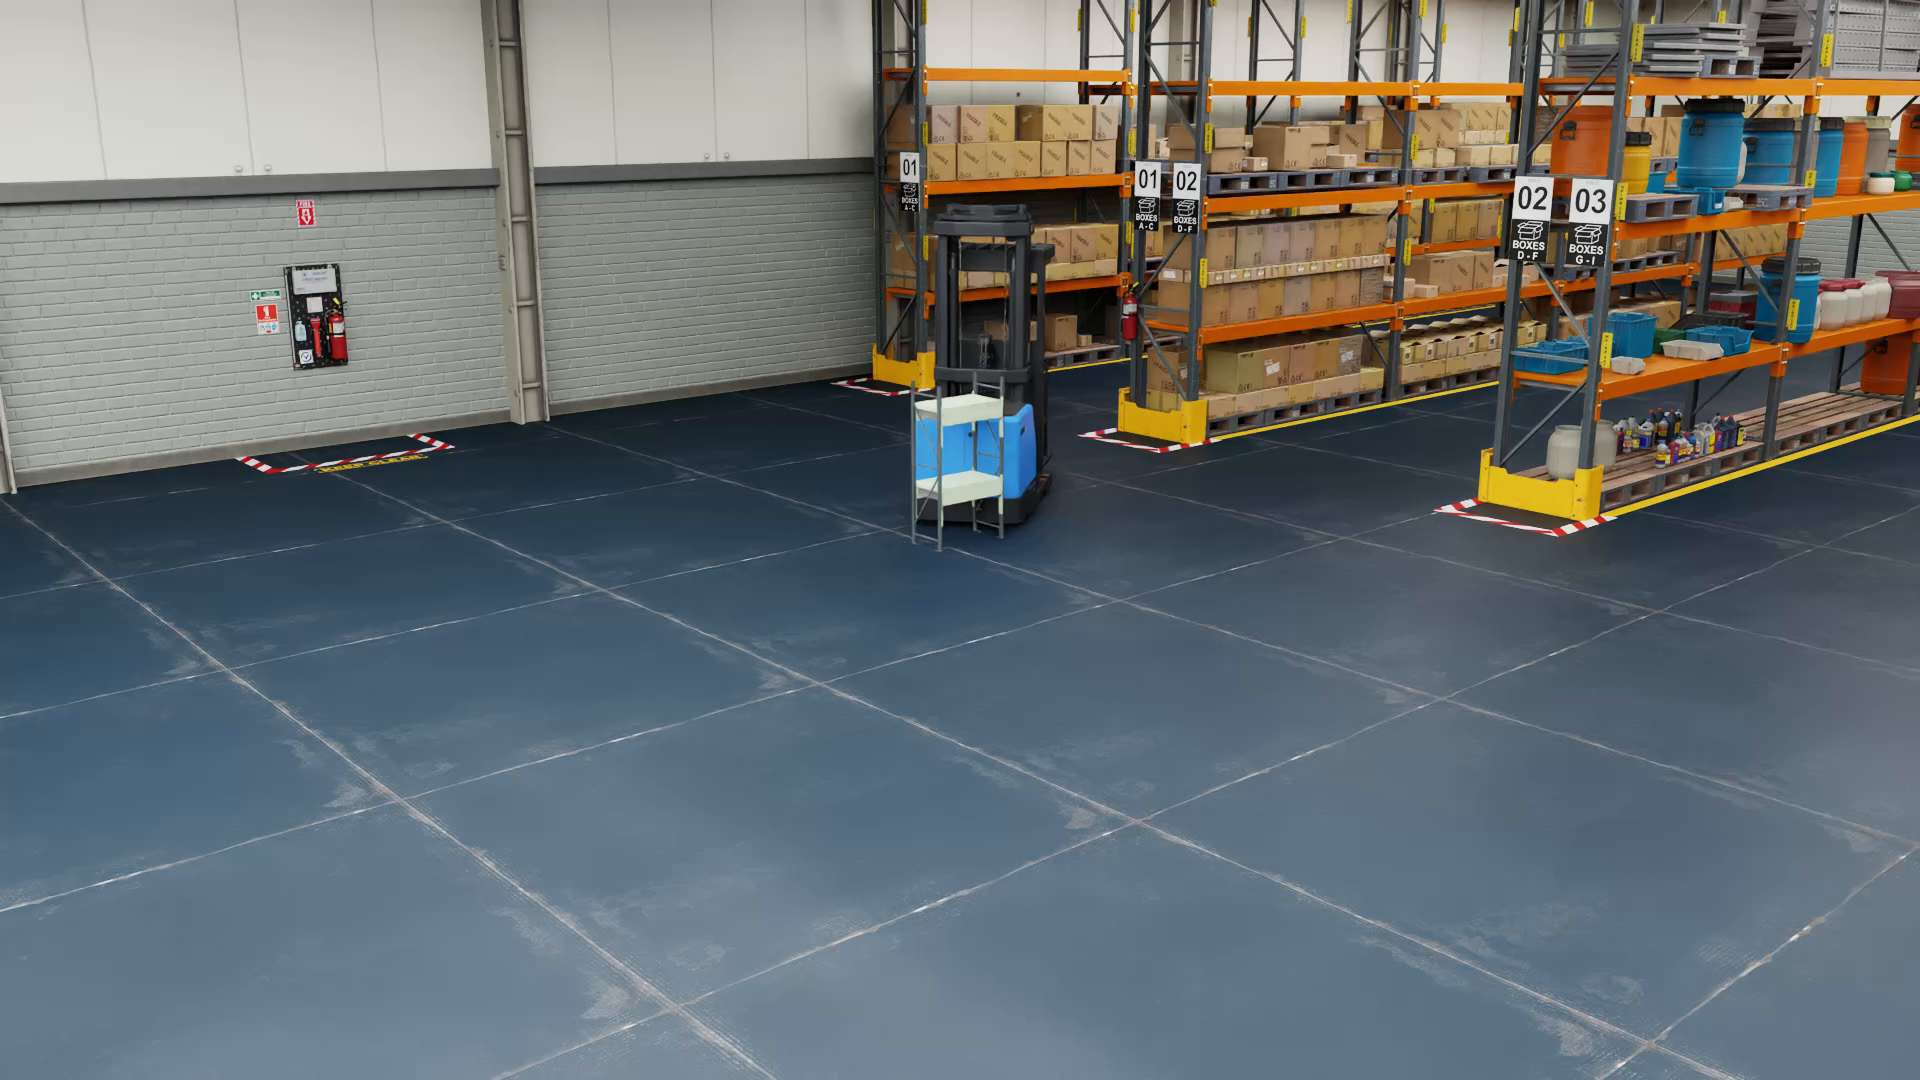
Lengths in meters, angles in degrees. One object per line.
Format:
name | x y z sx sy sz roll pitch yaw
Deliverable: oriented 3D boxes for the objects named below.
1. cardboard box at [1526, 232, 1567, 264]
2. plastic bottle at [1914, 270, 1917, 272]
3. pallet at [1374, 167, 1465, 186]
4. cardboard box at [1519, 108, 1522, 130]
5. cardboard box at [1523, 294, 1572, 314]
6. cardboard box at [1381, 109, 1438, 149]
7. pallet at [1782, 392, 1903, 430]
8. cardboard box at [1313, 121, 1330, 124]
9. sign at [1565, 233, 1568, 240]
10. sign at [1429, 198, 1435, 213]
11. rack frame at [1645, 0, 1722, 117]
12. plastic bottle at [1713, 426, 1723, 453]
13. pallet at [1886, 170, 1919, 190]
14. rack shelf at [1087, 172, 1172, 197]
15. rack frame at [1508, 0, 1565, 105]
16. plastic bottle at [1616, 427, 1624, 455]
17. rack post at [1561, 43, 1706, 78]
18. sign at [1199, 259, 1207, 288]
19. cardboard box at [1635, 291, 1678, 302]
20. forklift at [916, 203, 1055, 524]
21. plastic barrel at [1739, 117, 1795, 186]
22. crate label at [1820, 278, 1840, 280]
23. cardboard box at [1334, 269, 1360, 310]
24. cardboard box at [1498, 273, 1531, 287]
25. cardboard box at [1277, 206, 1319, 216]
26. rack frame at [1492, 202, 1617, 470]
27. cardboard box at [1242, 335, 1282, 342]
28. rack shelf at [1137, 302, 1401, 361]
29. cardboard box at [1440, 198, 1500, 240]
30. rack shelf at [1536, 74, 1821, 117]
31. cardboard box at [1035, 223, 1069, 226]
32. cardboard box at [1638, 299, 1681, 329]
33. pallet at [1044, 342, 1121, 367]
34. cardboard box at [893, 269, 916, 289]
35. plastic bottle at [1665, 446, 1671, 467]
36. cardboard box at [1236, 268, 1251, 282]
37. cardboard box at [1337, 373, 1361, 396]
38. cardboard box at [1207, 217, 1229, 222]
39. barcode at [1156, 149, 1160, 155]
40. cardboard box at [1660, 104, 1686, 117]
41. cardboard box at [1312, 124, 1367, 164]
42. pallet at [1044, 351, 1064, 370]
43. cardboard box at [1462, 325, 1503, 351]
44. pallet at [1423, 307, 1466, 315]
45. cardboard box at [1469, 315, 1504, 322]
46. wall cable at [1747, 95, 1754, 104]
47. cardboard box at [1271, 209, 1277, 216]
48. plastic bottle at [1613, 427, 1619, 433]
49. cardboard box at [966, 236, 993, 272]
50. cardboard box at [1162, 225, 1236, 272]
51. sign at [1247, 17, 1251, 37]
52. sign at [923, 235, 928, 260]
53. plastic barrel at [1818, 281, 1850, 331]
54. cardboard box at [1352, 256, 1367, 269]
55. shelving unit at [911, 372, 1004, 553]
cardboard box | 8.865 -4.446 25.074 0.700 0.500 0.500 8 17 28
plastic bottle | 12.988 -3.495 22.619 0.185 0.351 0.144 -13 19 -39
pallet | 6.104 -4.897 22.330 1.217 0.209 0.805 -14 20 -42
cardboard box | 10.487 -8.116 31.837 0.500 0.500 0.500 -12 19 -38
cardboard box | 9.055 -3.648 25.632 0.500 0.250 0.500 -12 19 -37
cardboard box | 5.938 -5.427 21.967 0.500 0.500 0.500 -12 19 -39
pallet | 11.103 -1.630 20.944 1.213 0.211 1.003 -13 19 -39
cardboard box | 5.903 -6.933 28.535 0.500 0.500 0.700 -14 20 -42
sign | 8.831 -4.518 24.108 0.005 0.325 0.100 -13 19 -39
sign | 8.591 -6.125 30.276 0.005 0.325 0.100 -13 19 -39
rack frame | 11.482 -7.642 26.423 0.127 3.000 1.000 -13 19 -39
plastic bottle | 8.158 -1.090 17.930 0.133 0.283 0.061 -11 19 -36
pallet | 12.354 -4.570 21.099 1.213 0.211 1.003 -13 19 -39
rack shelf | 3.701 -5.793 26.705 4.000 0.370 1.077 -13 19 -39
rack frame | 11.245 -9.283 32.567 0.127 3.000 1.000 -13 19 -39
plastic bottle | 7.054 -1.059 17.814 0.133 0.283 0.061 -13 19 -39
rack post | 6.332 -4.506 15.651 0.954 0.300 0.937 -10 18 -33
sign | 2.789 -3.058 19.056 0.005 0.325 0.100 -13 19 -39
cardboard box | 11.725 -3.900 28.031 0.500 0.500 0.500 -13 19 -39
forklift | 0.342 -1.900 16.683 1.130 2.935 3.031 3 15 11
plastic barrel | 8.937 -4.243 18.540 0.708 0.901 0.600 -13 19 -39
crate label | 10.786 -3.003 20.610 0.616 0.435 0.502 -13 19 -39
cardboard box | 4.722 -3.270 21.485 0.500 0.500 0.700 -13 20 -40
cardboard box | 7.967 -3.739 23.921 0.250 0.149 0.380 -13 19 -39
cardboard box | 5.743 -5.625 28.236 0.500 0.250 0.500 -12 19 -38
rack frame | 5.678 -1.746 15.974 0.127 3.000 1.000 -13 19 -39
cardboard box | 3.761 -2.353 21.308 0.500 0.500 0.500 -13 19 -39
rack shelf | 3.938 -2.702 20.948 4.000 0.370 1.077 -13 19 -39
cardboard box | 9.744 -6.189 32.026 0.700 0.700 0.980 -14 20 -42
rack shelf | 7.187 -4.442 16.612 4.000 0.370 1.077 -13 19 -39
cardboard box | 1.308 -4.526 25.180 0.500 0.500 0.500 -13 20 -40
cardboard box | 11.298 -3.609 26.941 0.500 0.500 0.500 -13 20 -40
pallet | 1.709 -2.884 25.639 1.213 0.211 1.003 -13 19 -39
cardboard box | -0.600 -3.729 23.649 0.500 0.250 0.500 -12 19 -39
plastic bottle | 7.328 -0.871 17.267 0.097 0.201 0.097 0 15 0
cardboard box | 3.253 -3.184 19.908 0.250 0.149 0.380 -13 19 -39
cardboard box | 4.857 -2.059 21.660 0.500 0.250 0.500 -13 19 -39
cardboard box | 3.936 -4.994 27.087 0.500 0.500 0.700 -13 19 -39
barcode | 2.340 -4.586 19.667 0.075 0.075 0.001 -13 19 -39
cardboard box | 11.823 -6.814 27.004 0.500 0.500 0.700 -13 19 -39
cardboard box | 4.894 -5.122 21.524 0.500 0.500 0.500 -11 18 -35
pallet | 0.788 -2.677 24.862 1.213 0.211 1.003 -13 19 -39
cardboard box | 7.460 -2.901 23.724 0.500 0.311 0.500 -13 20 -40
pallet | 8.852 -4.474 31.590 1.213 0.211 1.003 -13 19 -39
cardboard box | 7.876 -3.180 24.770 0.500 0.311 0.500 -12 19 -38
wall cable | 15.746 -8.672 36.295 0.112 2.526 3.097 -13 19 -39
cardboard box | 5.382 -5.721 28.594 0.500 0.250 0.500 -12 19 -38
plastic bottle | 6.984 -1.076 17.893 0.135 0.276 0.152 -12 19 -39
cardboard box | 0.111 -4.078 23.504 0.500 0.500 0.500 -13 19 -39
cardboard box | 2.830 -3.472 19.726 0.500 0.500 0.700 -13 19 -39
sign | 4.843 -8.563 27.755 0.005 0.325 0.100 -13 19 -39
sign | -0.469 -3.987 22.687 0.005 0.325 0.100 -13 19 -39
plastic barrel | 10.115 -2.733 19.405 0.433 0.535 0.433 0 15 0
cardboard box | 4.998 -3.576 21.375 0.250 0.149 0.380 -13 20 -41
shelving unit | -0.019 -0.709 14.999 0.755 1.500 0.431 -12 19 -39
